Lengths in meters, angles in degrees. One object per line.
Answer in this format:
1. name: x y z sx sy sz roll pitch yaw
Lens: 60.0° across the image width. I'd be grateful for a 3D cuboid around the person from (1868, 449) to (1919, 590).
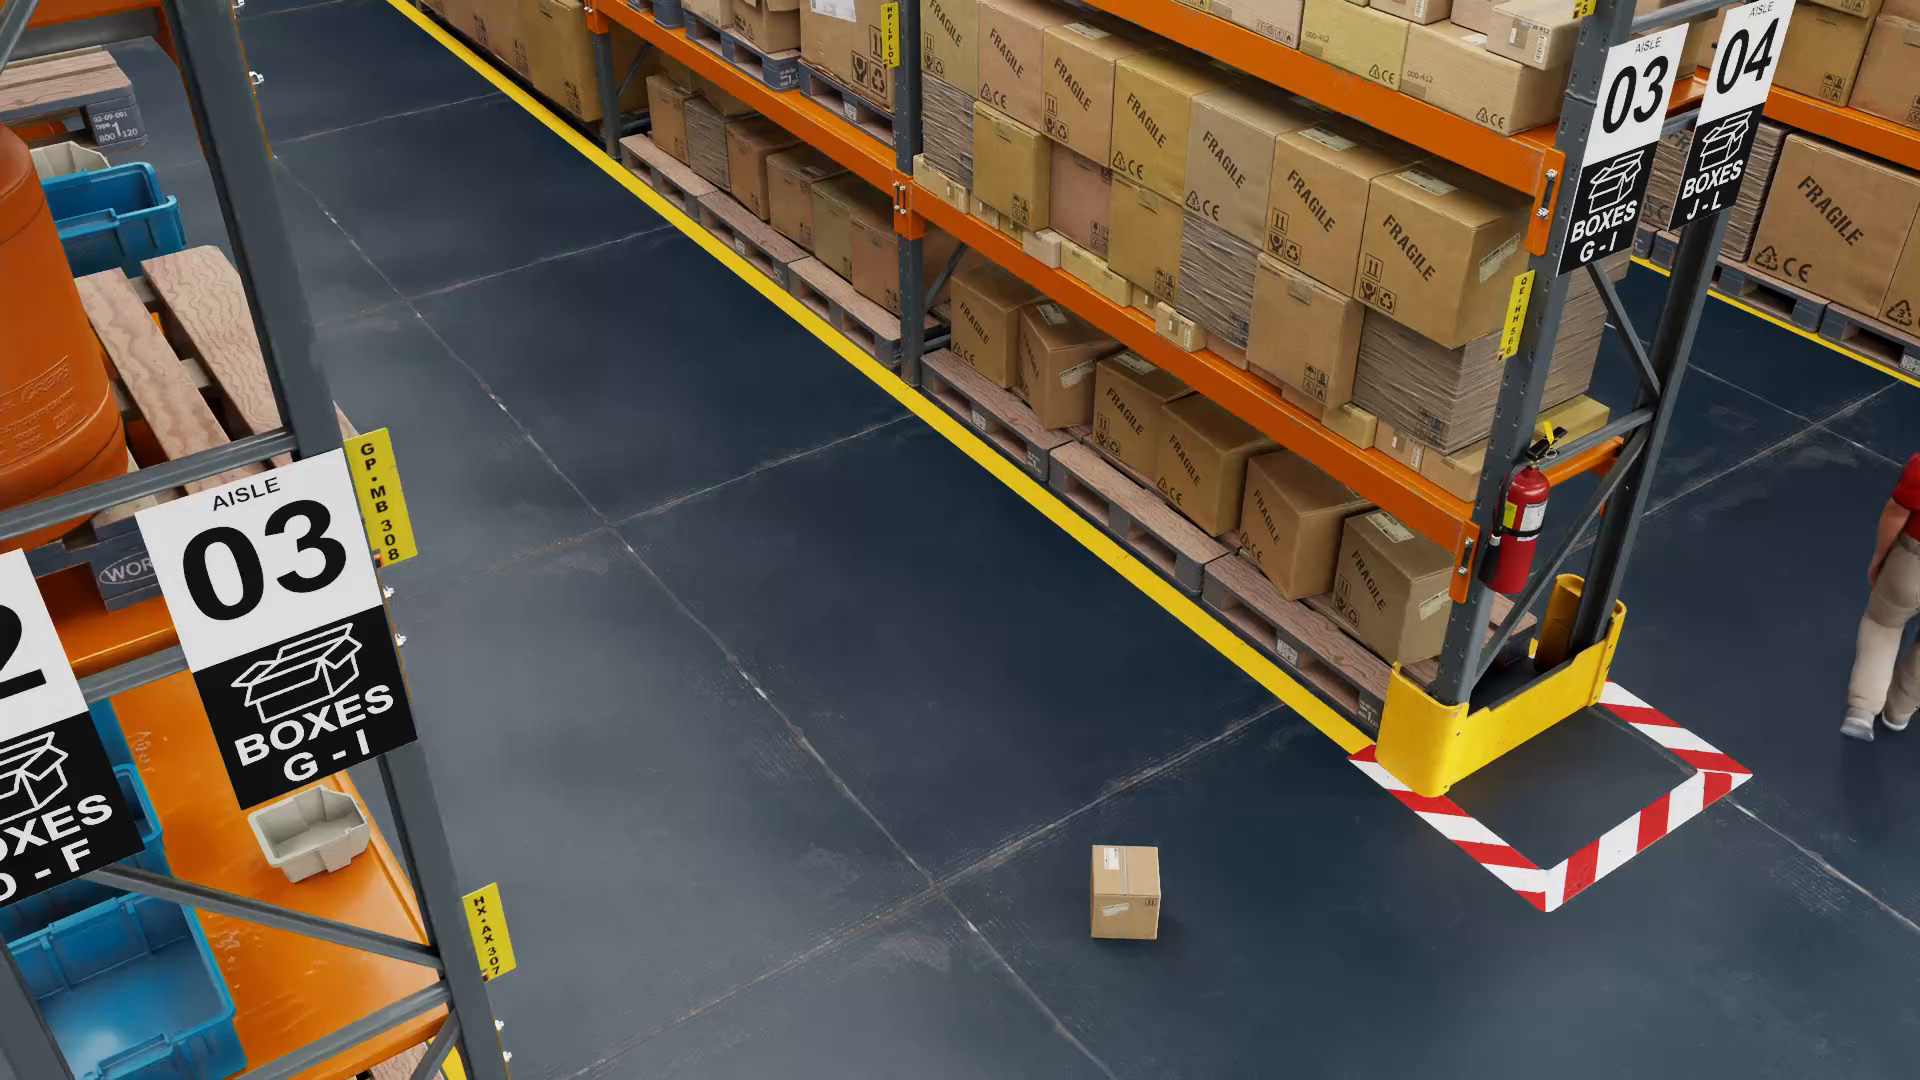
1. person: 4.016 -0.139 6.603 0.568 1.039 0.337 20 41 25
